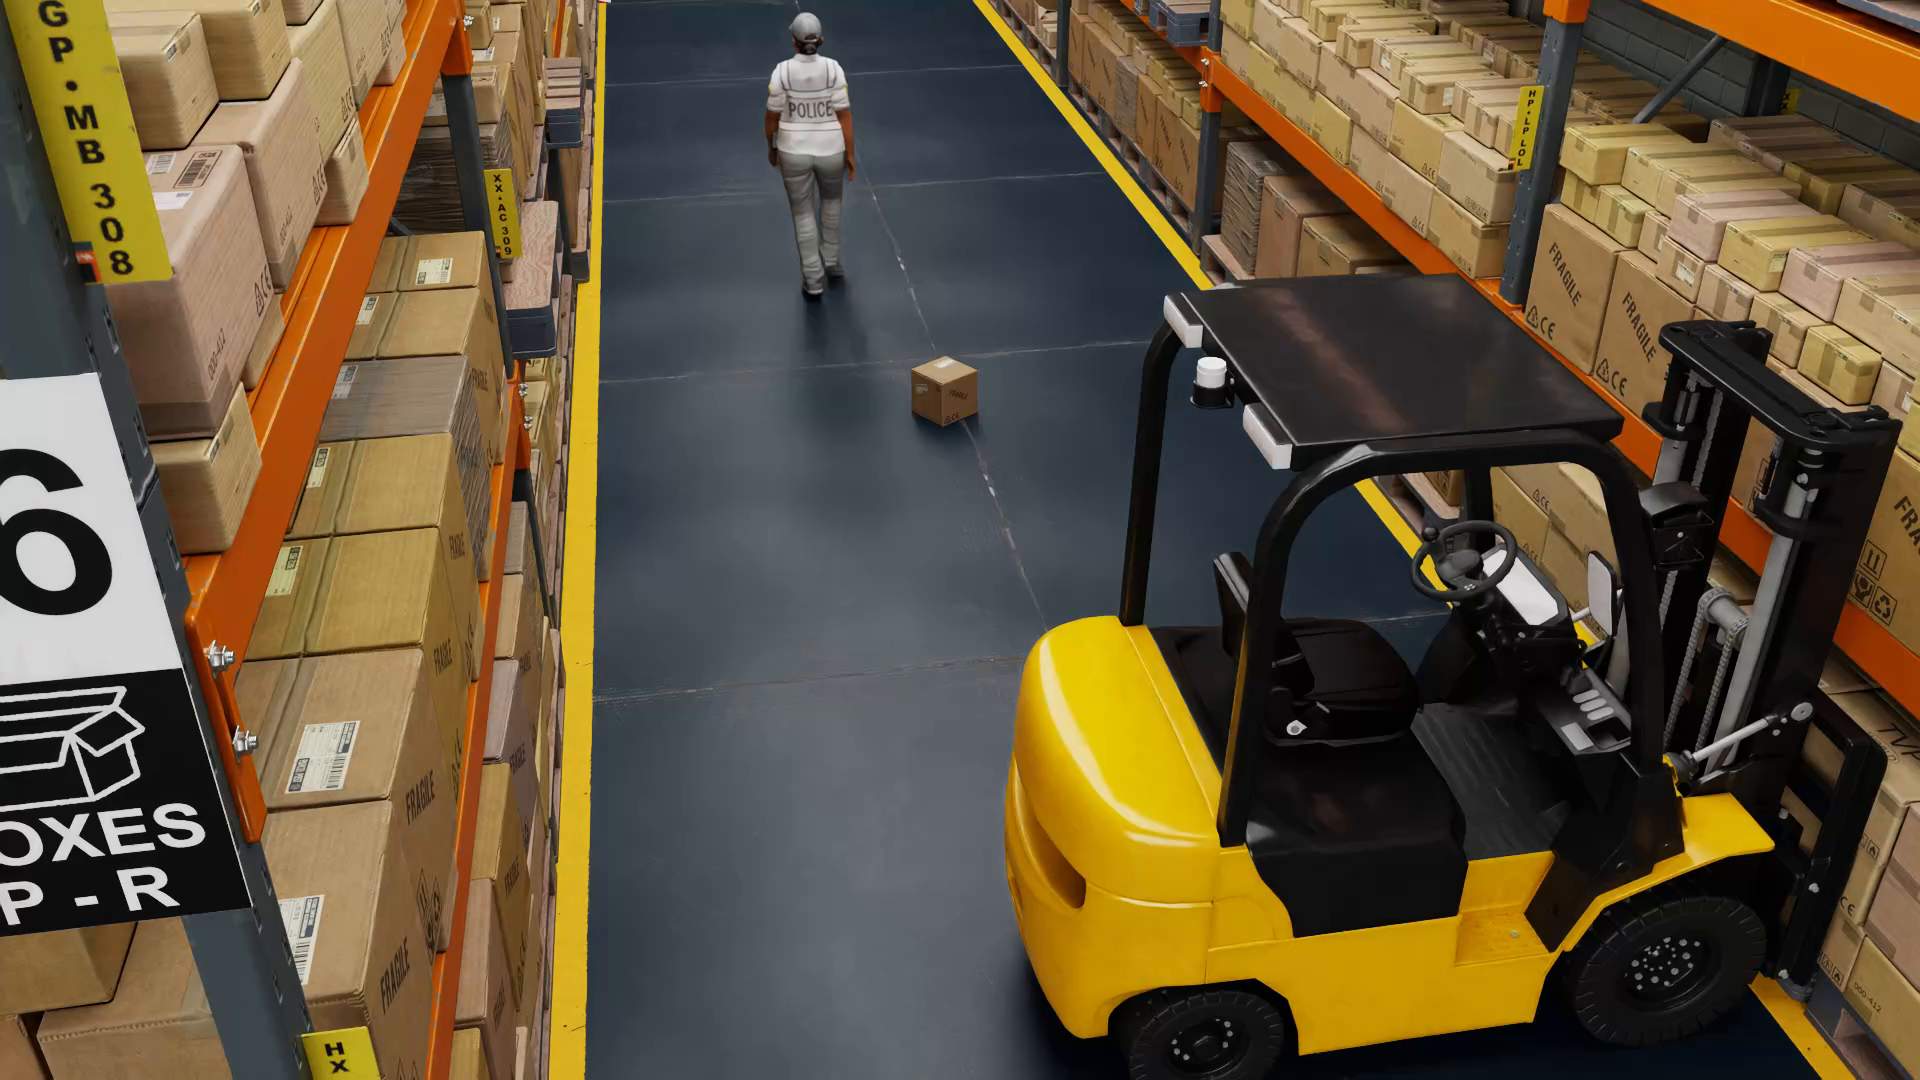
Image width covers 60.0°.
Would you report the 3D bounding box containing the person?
[{"bbox_3d":[-0.897,-2.354,9.946,0.514,1.567,0.530,-7,32,-11],"label":"person"}]
